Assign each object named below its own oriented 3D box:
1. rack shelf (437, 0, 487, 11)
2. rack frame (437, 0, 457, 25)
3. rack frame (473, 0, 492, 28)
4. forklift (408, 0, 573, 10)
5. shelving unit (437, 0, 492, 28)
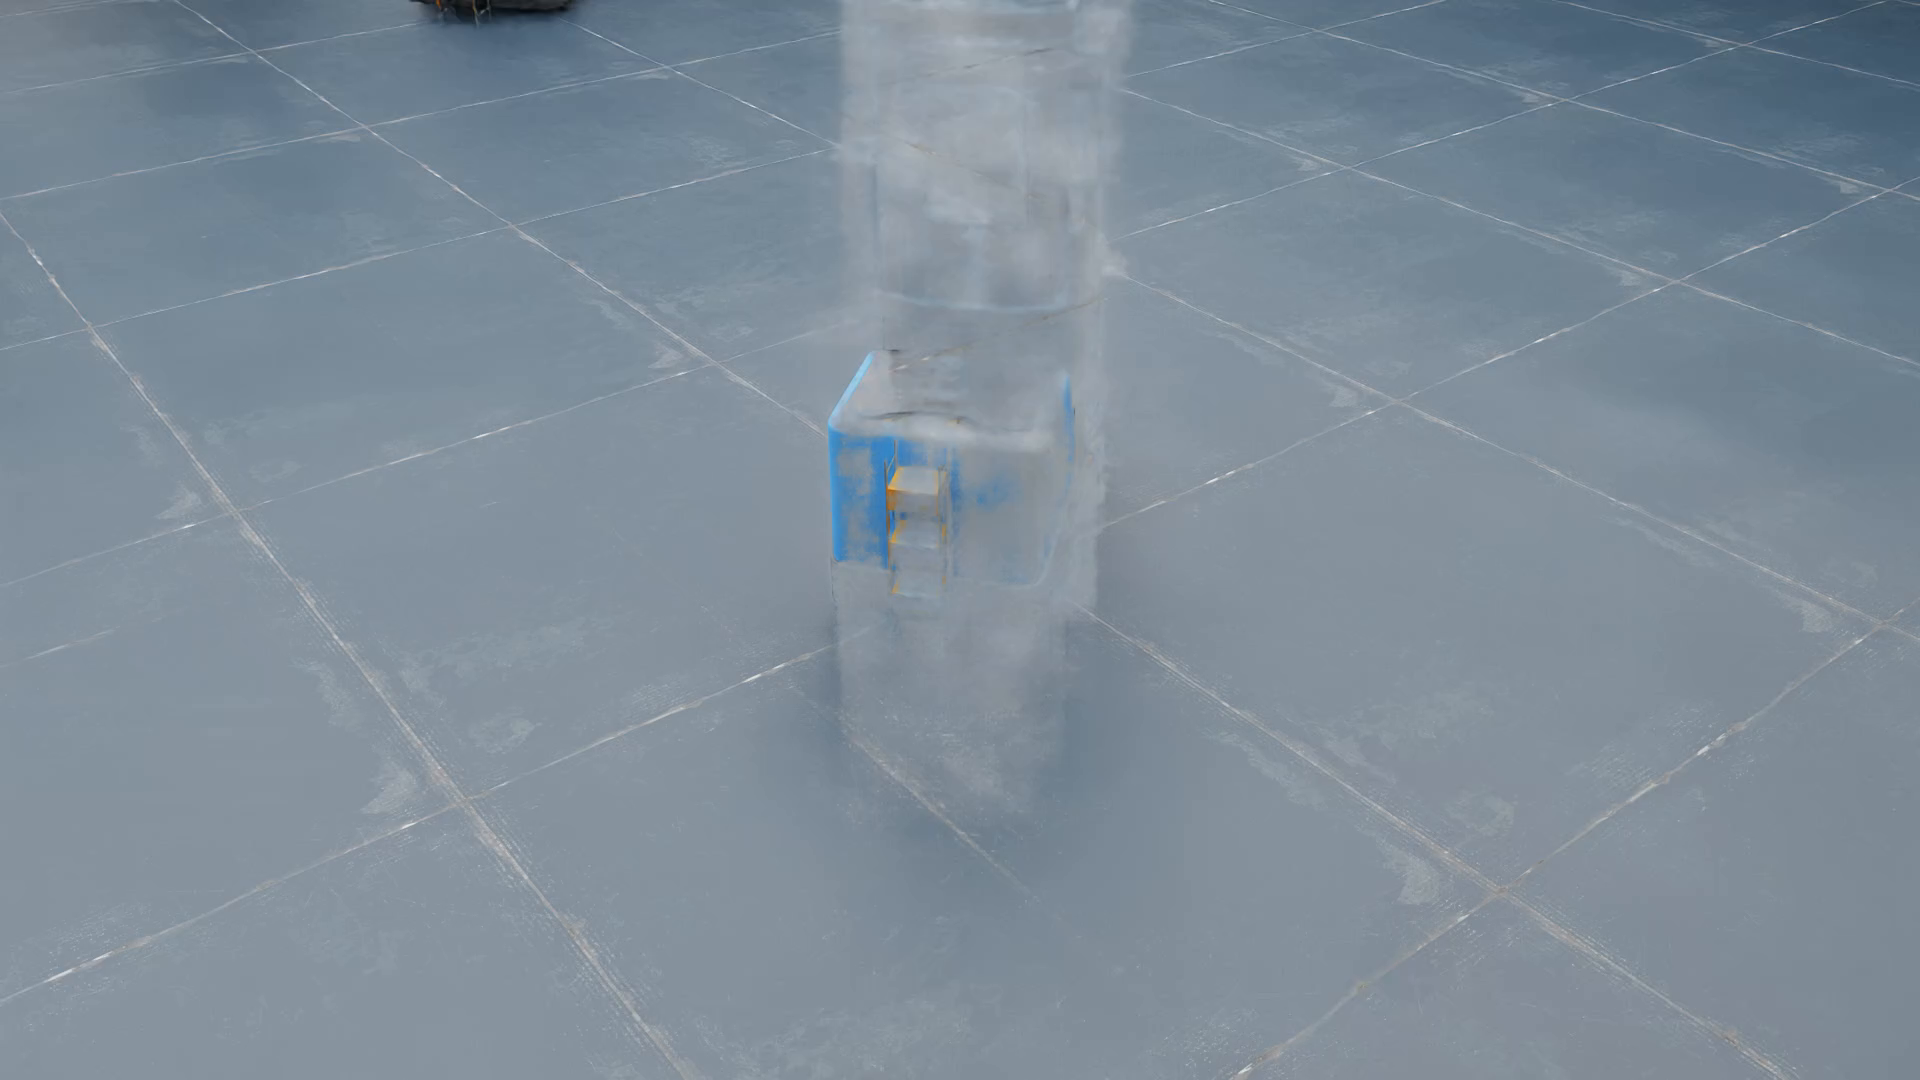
[{"bbox_3d":[-0.187,0.297,7.818,0.240,0.259,0.215,6,34,10],"label":"rack shelf"},{"bbox_3d":[-0.308,0.042,7.681,0.008,1.050,0.200,6,34,10],"label":"rack frame"},{"bbox_3d":[-0.069,0.069,7.637,0.008,1.050,0.200,6,34,10],"label":"rack frame"},{"bbox_3d":[0.196,-1.589,8.530,1.130,2.935,3.031,7,33,11],"label":"forklift"},{"bbox_3d":[-0.188,0.056,7.659,0.252,1.050,0.215,6,34,10],"label":"shelving unit"}]
